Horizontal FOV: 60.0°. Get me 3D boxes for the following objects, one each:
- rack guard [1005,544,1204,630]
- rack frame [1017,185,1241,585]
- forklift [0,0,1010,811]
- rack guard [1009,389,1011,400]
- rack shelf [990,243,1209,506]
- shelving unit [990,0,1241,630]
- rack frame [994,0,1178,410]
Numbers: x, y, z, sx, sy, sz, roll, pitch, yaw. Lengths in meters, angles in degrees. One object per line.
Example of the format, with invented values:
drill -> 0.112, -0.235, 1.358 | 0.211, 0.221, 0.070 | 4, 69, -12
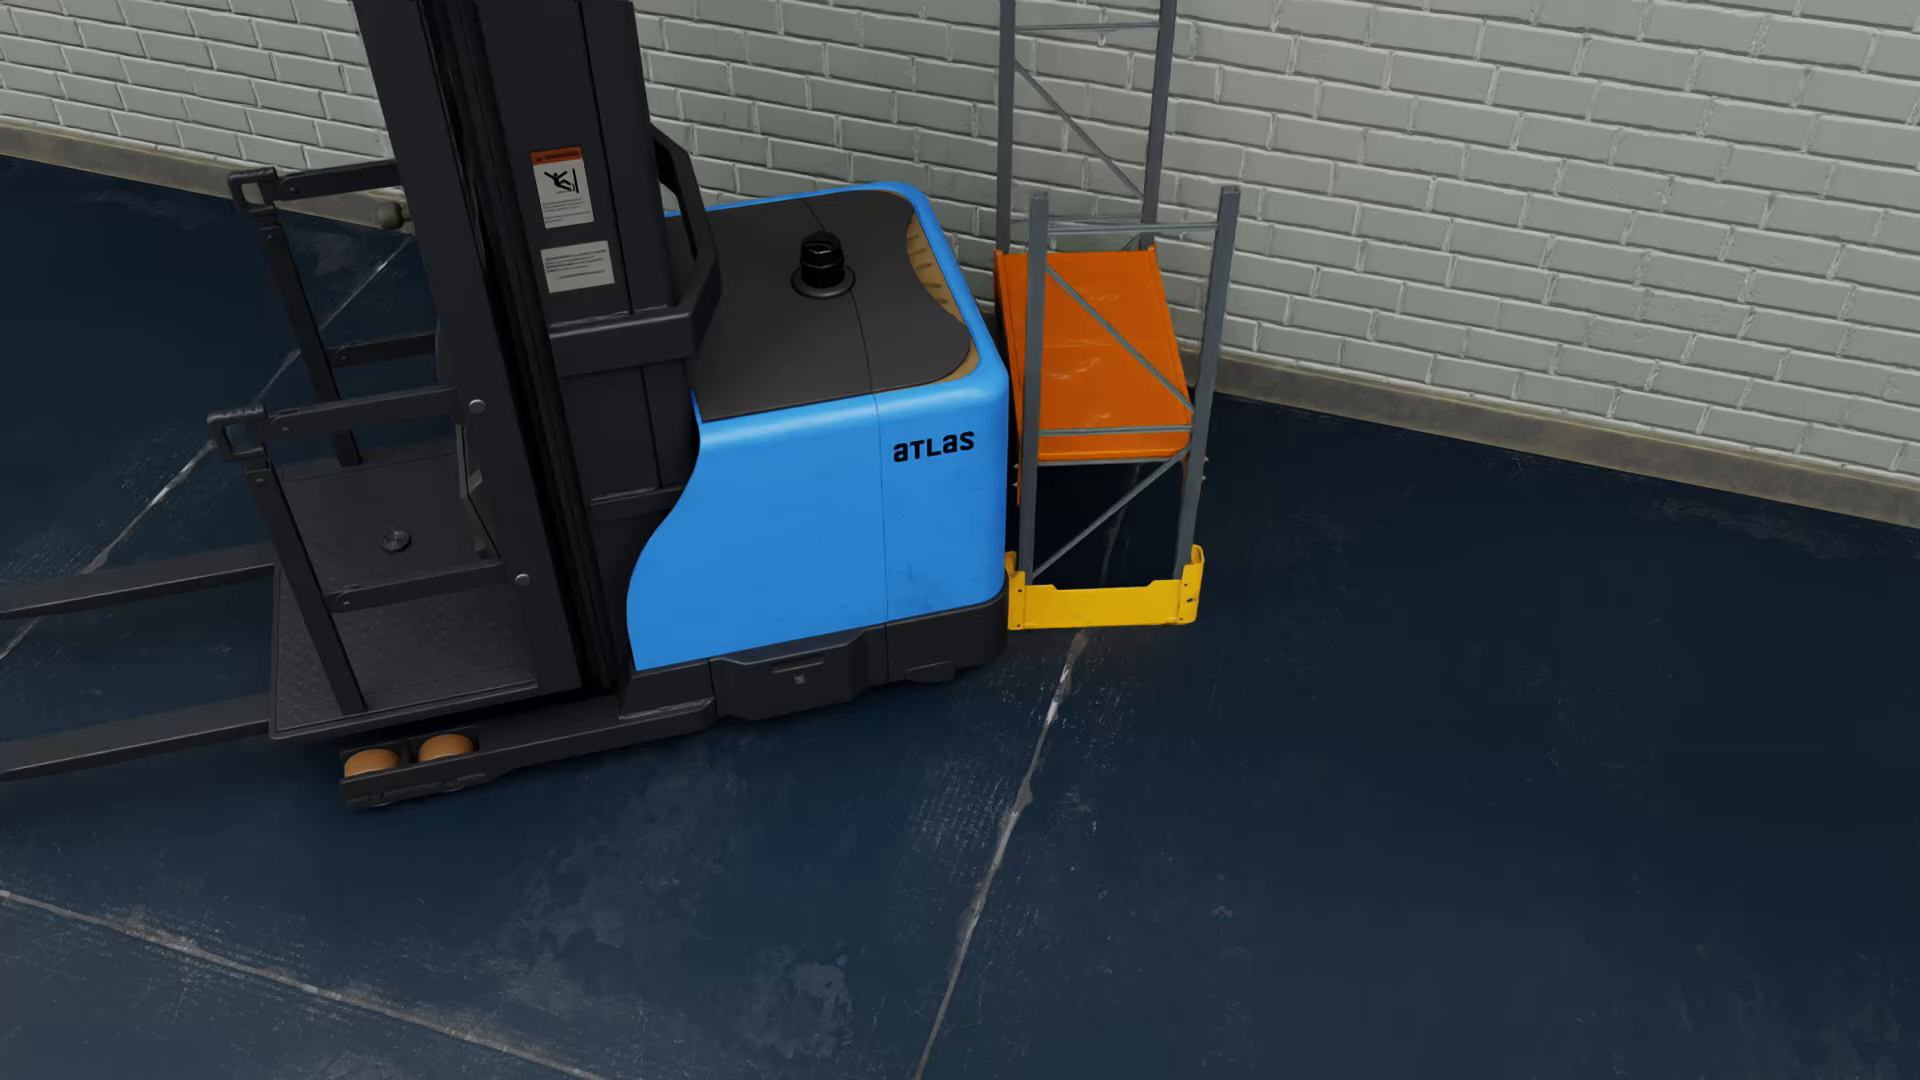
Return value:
rack guard -> 0.416, 0.141, 4.927 | 0.587, 0.250, 0.087 | -2, 44, -2
rack frame -> 0.417, -0.292, 4.476 | 0.500, 1.500, 0.032 | -2, 44, -2
forklift -> -1.437, -0.736, 3.907 | 3.031, 2.935, 1.130 | -11, 45, -11
rack guard -> 0.364, -0.555, 5.638 | 0.587, 0.250, 0.087 | -2, 44, -2
rack shelf -> 0.390, -0.518, 4.965 | 0.538, 0.185, 1.000 | -2, 44, -2
shelving unit -> 0.390, -0.653, 4.845 | 0.587, 1.500, 1.083 | -2, 44, -2
rack frame -> 0.363, -1.002, 5.202 | 0.500, 1.500, 0.032 | -2, 44, -2
